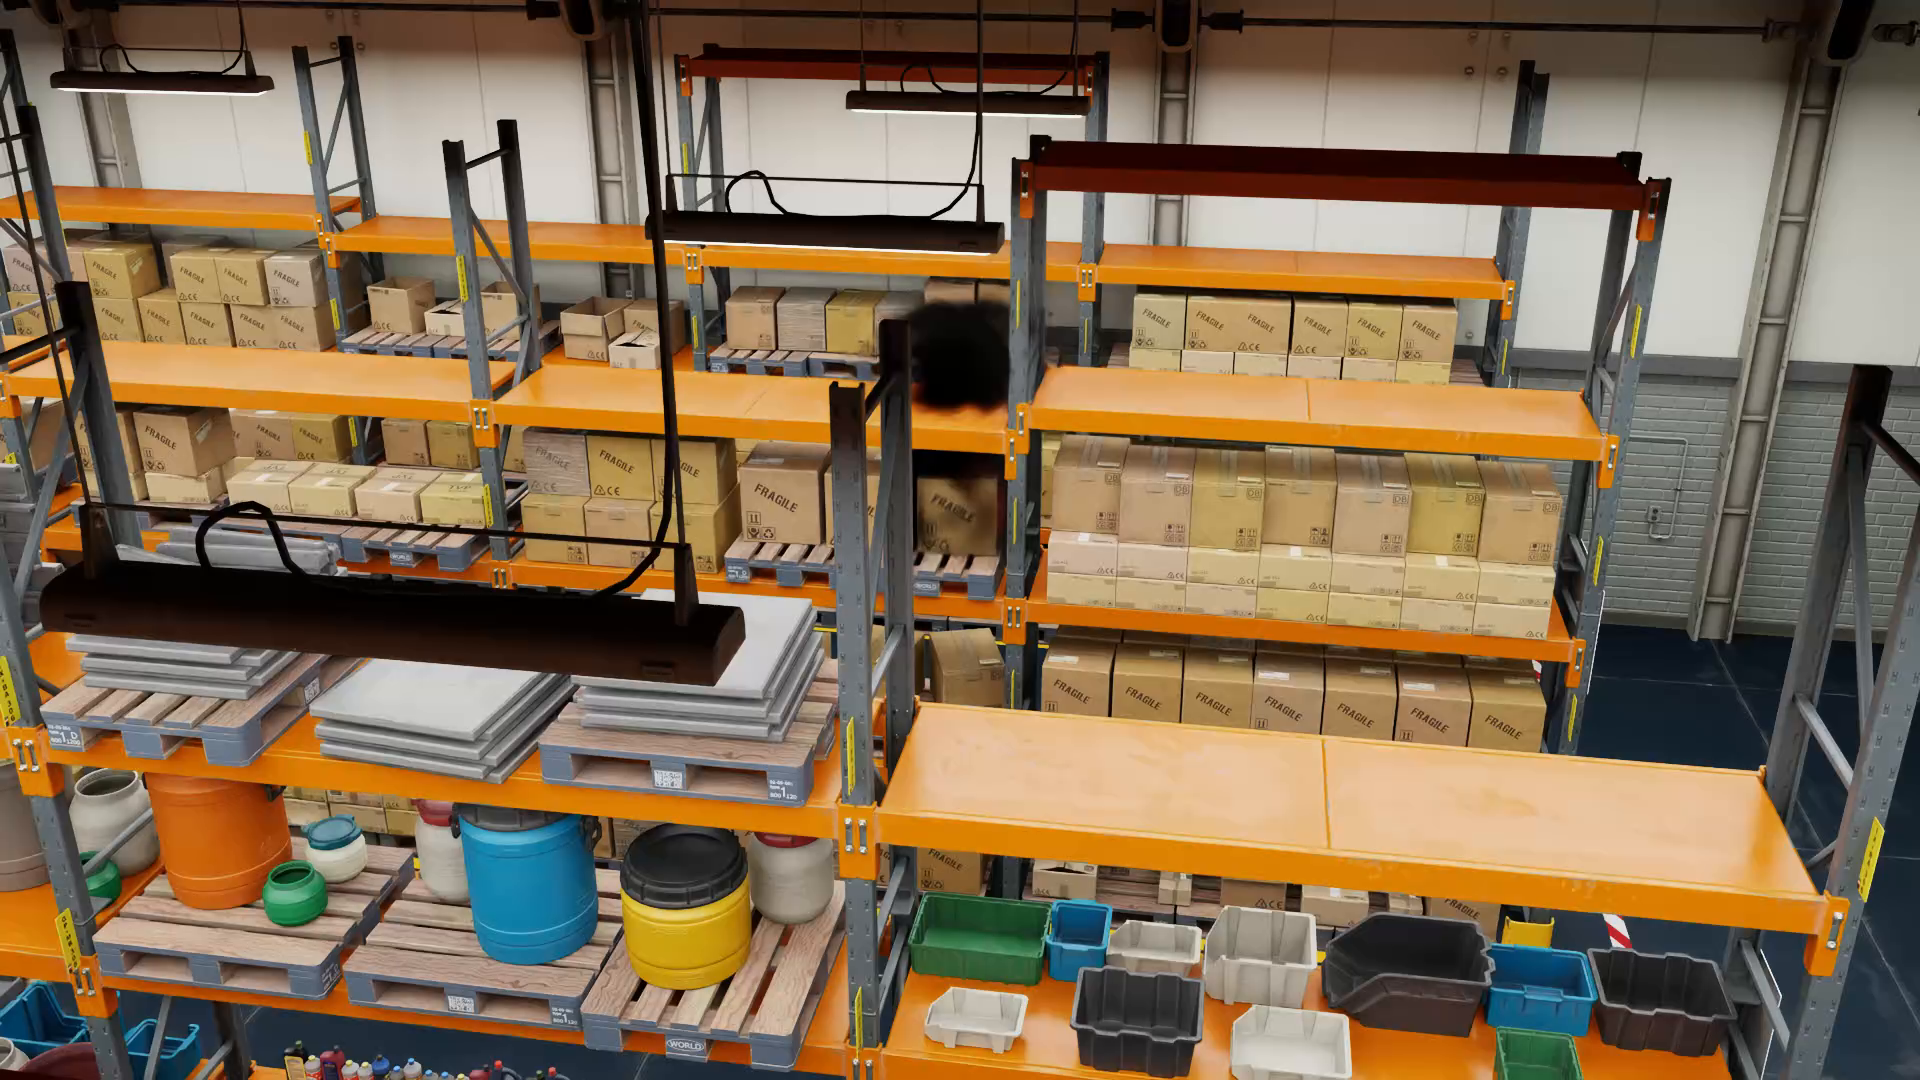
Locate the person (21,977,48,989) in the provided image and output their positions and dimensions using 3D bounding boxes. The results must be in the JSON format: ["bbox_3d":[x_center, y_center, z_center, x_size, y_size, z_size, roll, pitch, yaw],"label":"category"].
[{"bbox_3d":[-6.546,2.867,11.395,0.765,1.761,0.762,21,31,41],"label":"person"}]
